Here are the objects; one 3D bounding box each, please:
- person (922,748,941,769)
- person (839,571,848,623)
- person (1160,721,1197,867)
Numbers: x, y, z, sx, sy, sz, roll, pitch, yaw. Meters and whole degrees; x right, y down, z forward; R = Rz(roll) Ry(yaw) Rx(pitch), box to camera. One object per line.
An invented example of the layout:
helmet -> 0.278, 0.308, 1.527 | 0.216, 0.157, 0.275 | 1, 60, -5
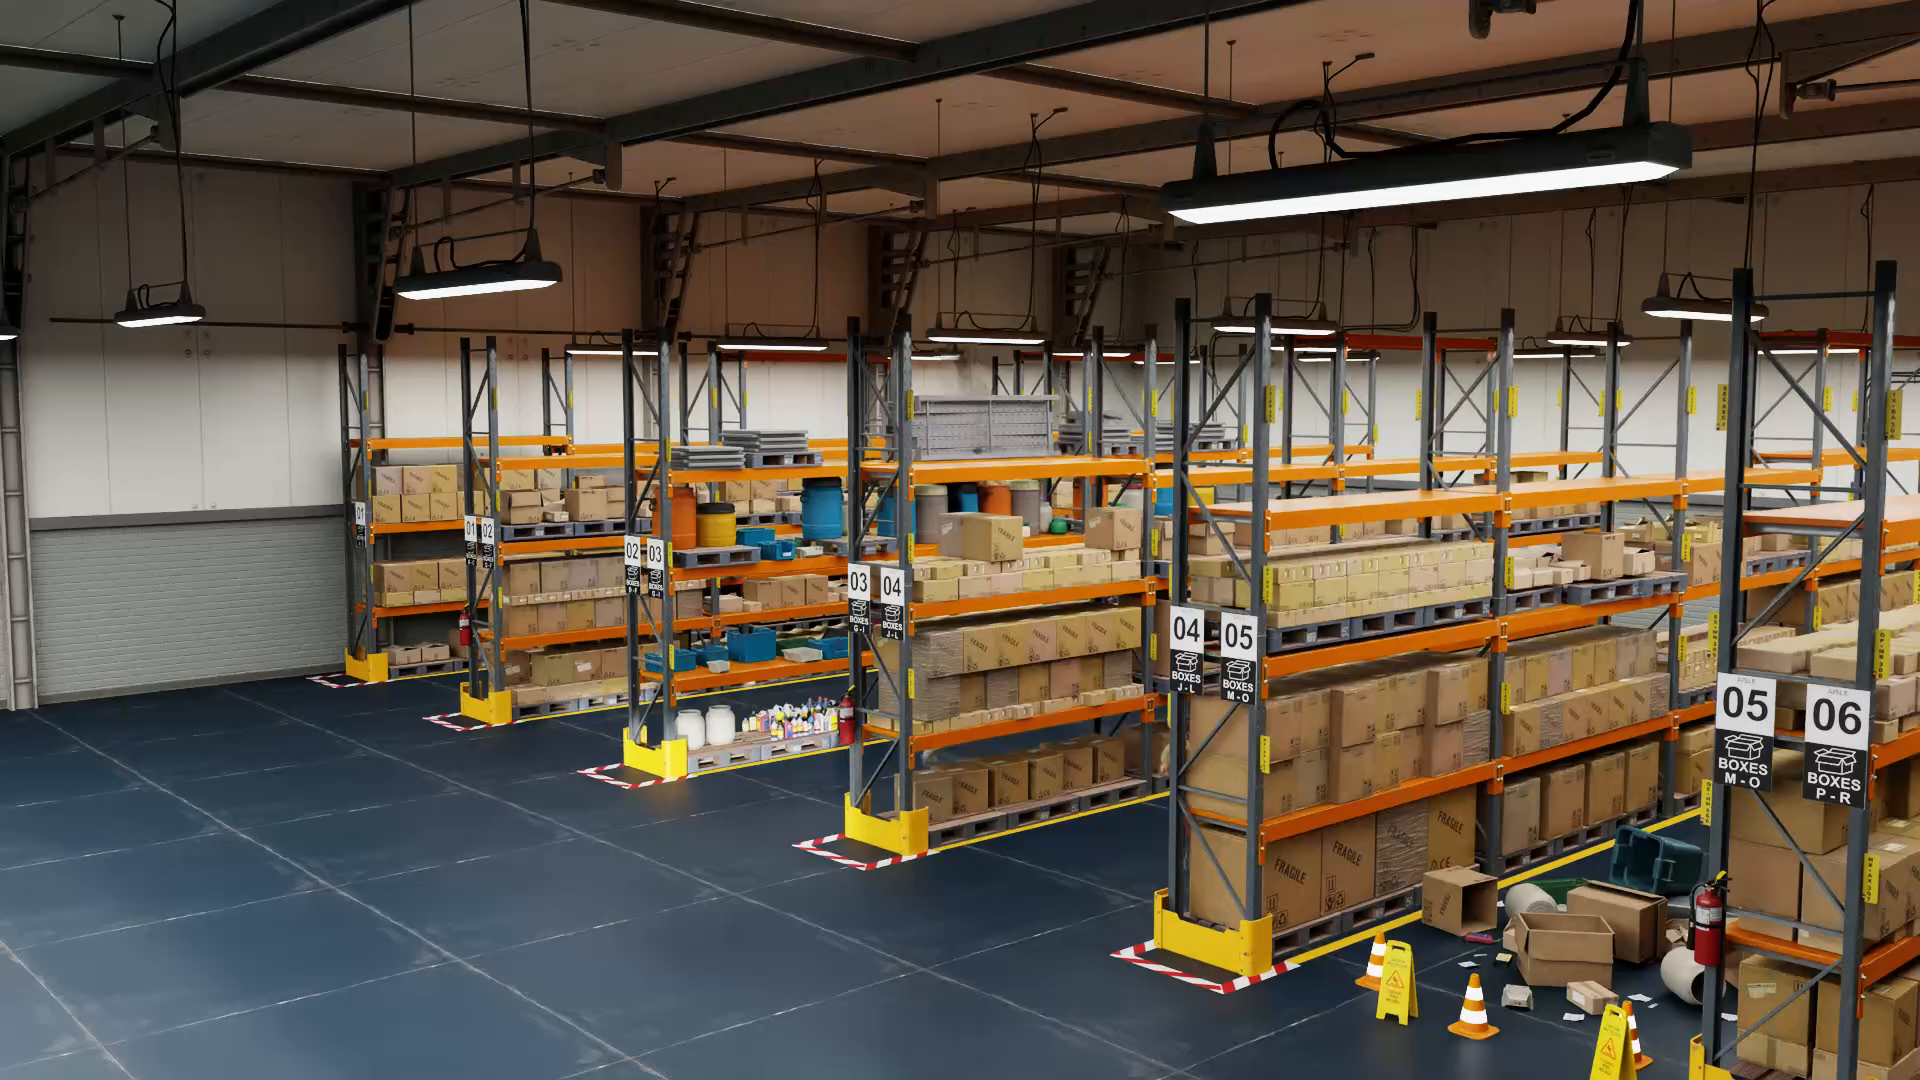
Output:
person -> -0.366, 2.444, 21.205 | 0.567, 1.640, 0.612 | 4, 7, 41
person -> -2.161, 1.278, 33.797 | 0.642, 1.787, 0.763 | 5, 7, 42
person -> 2.449, 2.736, 17.854 | 0.602, 1.667, 0.792 | 5, 7, 43
